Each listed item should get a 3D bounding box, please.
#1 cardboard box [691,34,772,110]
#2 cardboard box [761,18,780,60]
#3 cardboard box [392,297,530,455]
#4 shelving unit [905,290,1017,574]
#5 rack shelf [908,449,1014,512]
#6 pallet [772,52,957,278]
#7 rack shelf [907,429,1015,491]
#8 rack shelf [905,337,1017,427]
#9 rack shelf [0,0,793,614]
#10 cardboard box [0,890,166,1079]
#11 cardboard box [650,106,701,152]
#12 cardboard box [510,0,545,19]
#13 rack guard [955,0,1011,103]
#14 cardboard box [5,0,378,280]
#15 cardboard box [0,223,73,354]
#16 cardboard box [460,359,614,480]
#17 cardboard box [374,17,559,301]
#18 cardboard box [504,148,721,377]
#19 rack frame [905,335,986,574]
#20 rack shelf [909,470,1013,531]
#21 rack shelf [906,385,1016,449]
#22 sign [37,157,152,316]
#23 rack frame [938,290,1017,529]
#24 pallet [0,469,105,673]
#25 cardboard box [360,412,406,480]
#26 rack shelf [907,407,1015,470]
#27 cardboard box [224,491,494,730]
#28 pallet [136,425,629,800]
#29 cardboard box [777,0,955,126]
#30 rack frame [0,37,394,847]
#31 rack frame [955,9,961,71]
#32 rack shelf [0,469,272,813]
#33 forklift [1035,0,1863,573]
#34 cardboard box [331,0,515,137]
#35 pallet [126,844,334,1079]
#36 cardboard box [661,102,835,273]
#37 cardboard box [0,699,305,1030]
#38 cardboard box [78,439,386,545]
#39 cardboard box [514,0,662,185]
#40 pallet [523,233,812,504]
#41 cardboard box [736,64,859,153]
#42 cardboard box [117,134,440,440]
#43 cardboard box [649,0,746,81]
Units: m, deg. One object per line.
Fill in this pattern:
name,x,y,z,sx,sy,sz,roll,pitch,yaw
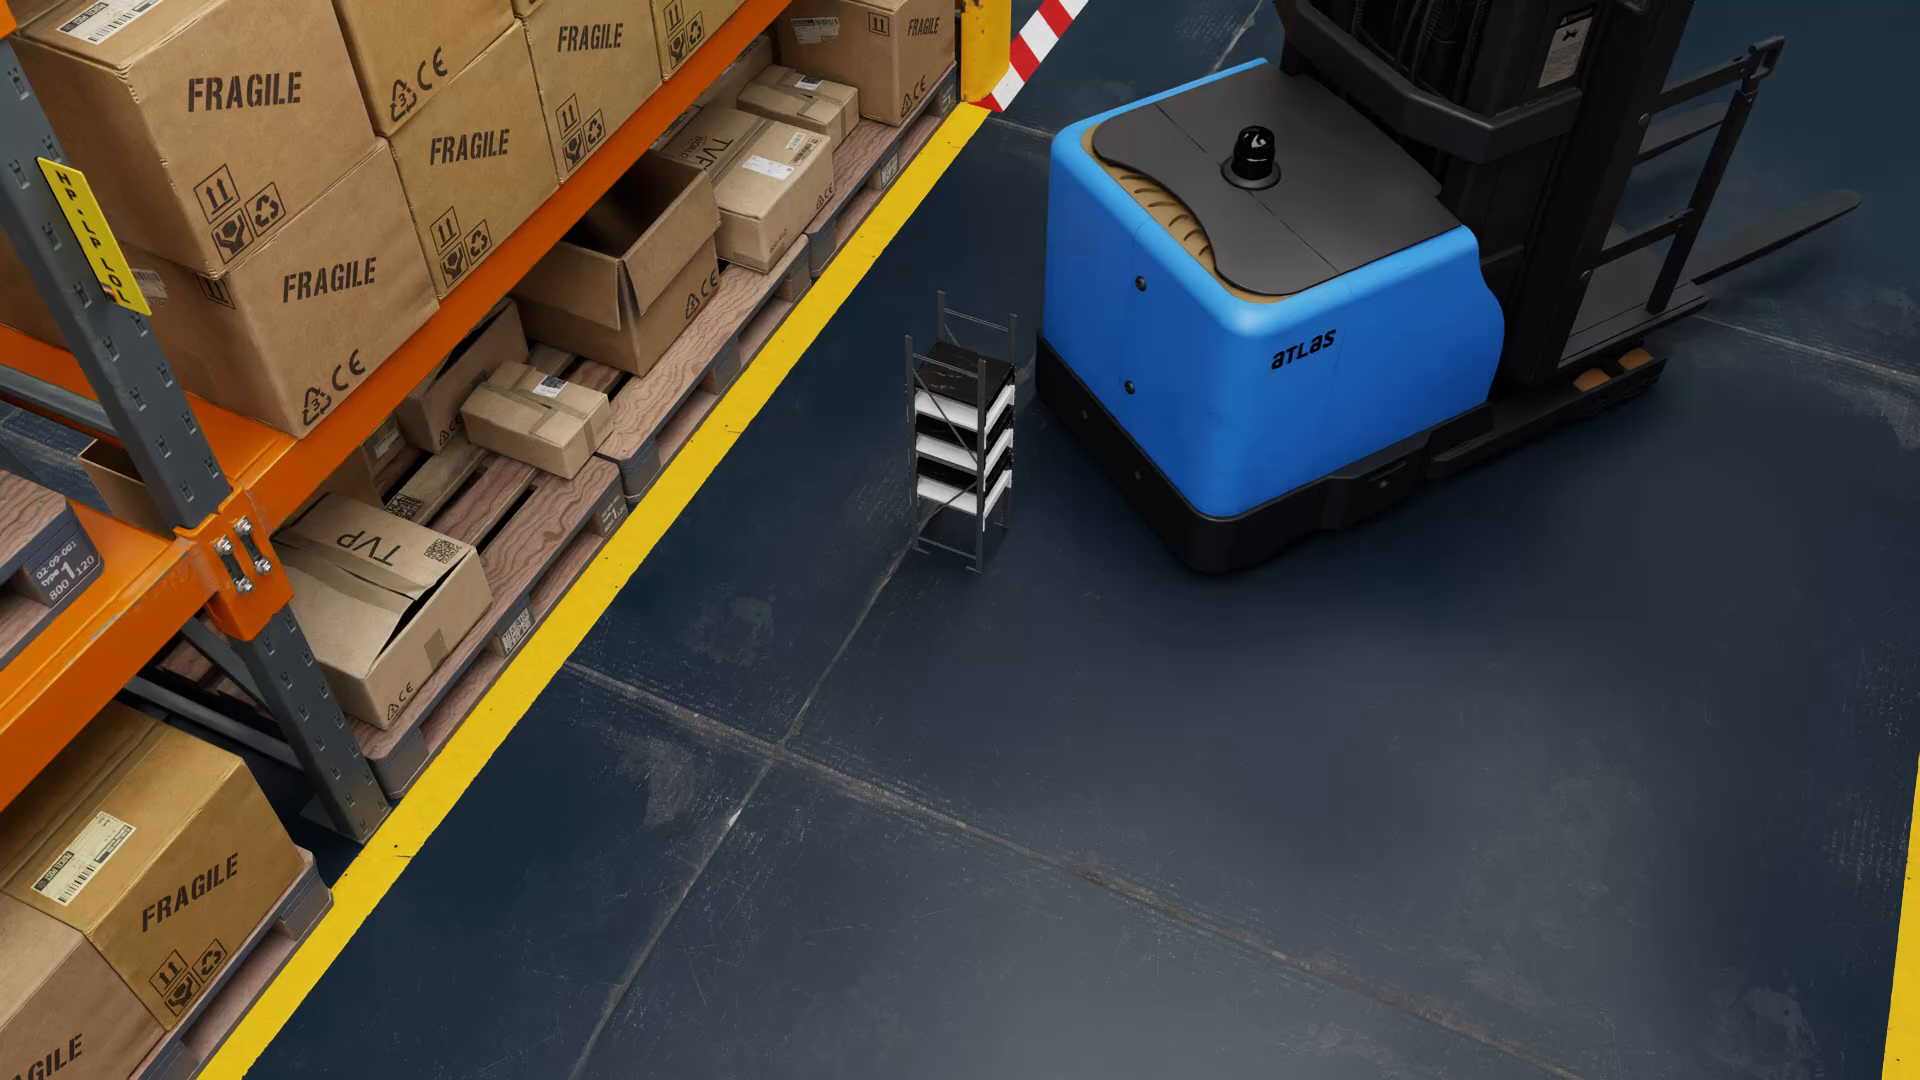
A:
cardboard box,-1.044,-1.720,6.261,0.500,0.250,0.500,20,52,16
cardboard box,-0.938,-1.971,6.529,0.380,0.166,0.250,20,52,16
cardboard box,-1.743,-0.613,5.279,0.500,0.311,0.500,20,52,16
shelving unit,0.003,-0.297,4.912,0.258,0.900,0.210,20,52,16
rack shelf,0.003,-0.217,5.006,0.258,0.077,0.200,20,52,16
pallet,-0.713,-1.590,6.465,1.003,0.211,1.213,20,52,16
rack shelf,0.003,-0.276,4.937,0.258,0.077,0.200,20,52,16
rack shelf,0.003,-0.451,4.732,0.258,0.077,0.200,20,52,16
rack shelf,-1.196,-1.485,5.016,1.077,0.370,4.000,20,52,16
cardboard box,-2.221,1.097,3.699,0.500,0.500,0.500,20,52,16
cardboard box,-1.257,-1.376,5.968,0.500,0.250,0.500,20,52,16
cardboard box,-1.154,-1.640,3.953,0.500,0.500,0.500,18,52,15
rack guard,-0.374,-2.233,6.822,1.175,0.500,0.348,20,52,16
cardboard box,-1.594,-0.930,3.350,0.500,0.500,0.500,21,53,17
cardboard box,-2.068,-0.801,3.896,0.500,0.500,0.500,21,53,17
cardboard box,-1.315,-0.383,5.178,0.380,0.166,0.250,20,52,16
cardboard box,-1.370,-0.989,4.057,0.500,0.500,0.500,21,53,17
cardboard box,-1.252,-0.970,5.456,0.797,0.503,0.637,20,52,16
rack frame,-0.040,-0.227,4.852,0.240,0.900,0.006,20,52,16
rack shelf,0.003,-0.159,5.075,0.258,0.077,0.200,20,52,16
rack shelf,0.003,-0.392,4.800,0.258,0.077,0.200,20,52,16
sign,-1.547,-0.538,2.978,0.100,0.325,0.005,20,52,16
rack frame,0.047,-0.367,4.972,0.240,0.900,0.006,20,52,16
pallet,-2.490,0.236,3.206,1.003,0.211,1.213,20,52,16
cardboard box,-1.957,-0.322,5.138,0.380,0.149,0.250,20,52,16
rack shelf,0.003,-0.334,4.869,0.258,0.077,0.200,20,52,16
cardboard box,-1.675,0.169,4.613,0.500,0.311,0.500,20,52,16
pallet,-1.756,0.090,5.035,1.003,0.211,1.213,20,52,16
cardboard box,-0.351,-1.973,6.312,0.500,0.500,0.500,20,52,16
rack frame,-2.050,-0.341,3.571,1.000,3.000,0.127,20,52,16
rack frame,-0.341,-3.095,5.914,1.000,3.000,0.127,20,52,16
rack shelf,-2.904,1.269,2.673,1.077,0.370,4.000,20,52,16
forklift,1.788,-1.691,4.765,3.031,2.935,1.130,-24,54,-19
cardboard box,-1.374,-1.286,3.652,0.500,0.500,0.500,18,52,15
pallet,-2.363,1.135,4.146,1.003,0.211,1.213,20,52,16
cardboard box,-0.784,-1.248,5.859,0.500,0.250,0.500,20,52,16
cardboard box,-2.002,0.760,3.987,0.500,0.500,0.500,20,52,16
cardboard box,-2.063,-0.158,4.767,0.500,0.500,0.500,20,52,16
cardboard box,-1.154,-1.333,4.349,0.500,0.500,0.500,20,52,16
pallet,-1.236,-0.753,5.752,1.003,0.211,1.213,20,52,16
cardboard box,-0.605,-1.616,6.227,0.380,0.166,0.250,20,52,16
cardboard box,-1.586,-0.636,3.756,0.500,0.500,0.500,21,53,17
cardboard box,-0.938,-1.684,4.647,0.500,0.500,0.500,19,52,16
